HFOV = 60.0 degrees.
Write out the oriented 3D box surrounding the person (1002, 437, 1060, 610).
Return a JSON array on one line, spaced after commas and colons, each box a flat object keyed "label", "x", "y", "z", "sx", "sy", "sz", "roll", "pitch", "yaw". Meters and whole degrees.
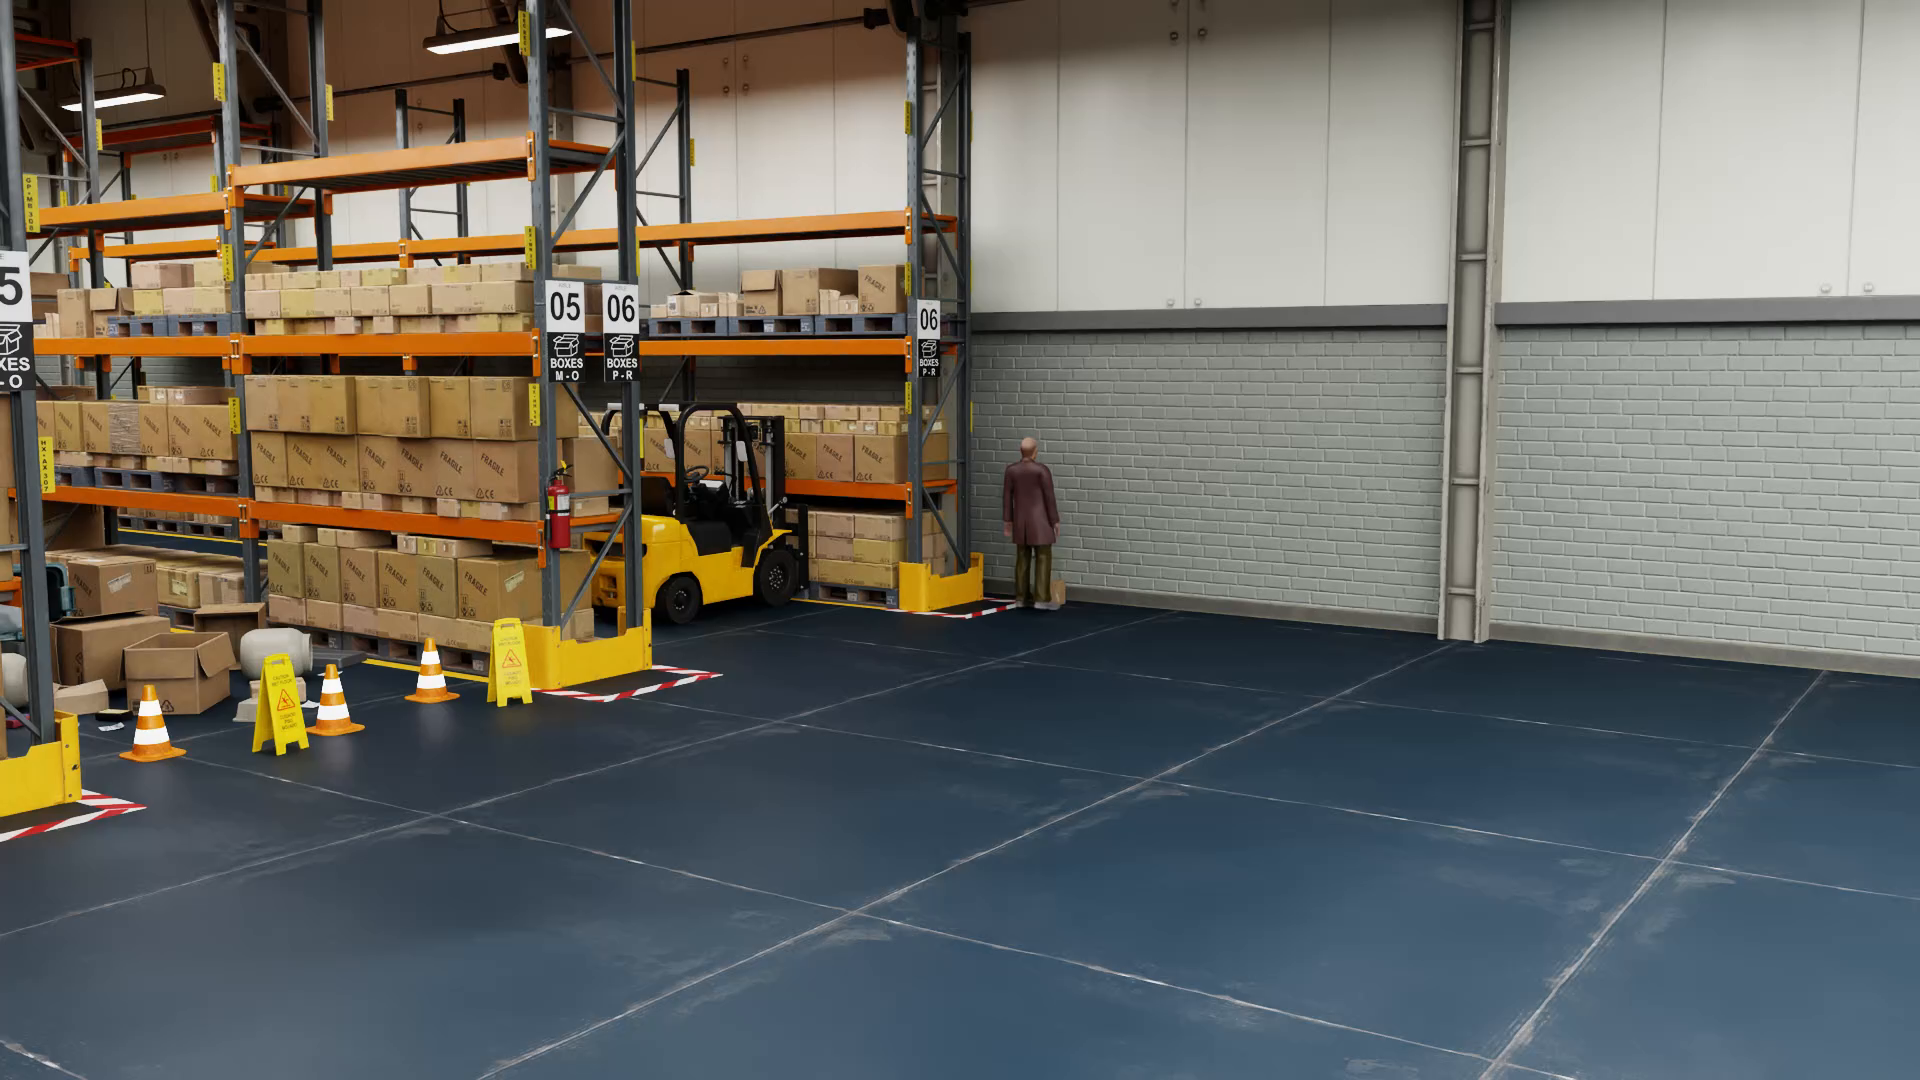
[{"label": "person", "x": 0.765, "y": -0.171, "z": 17.229, "sx": 0.647, "sy": 1.804, "sz": 0.471, "roll": 4, "pitch": 7, "yaw": 33}]
